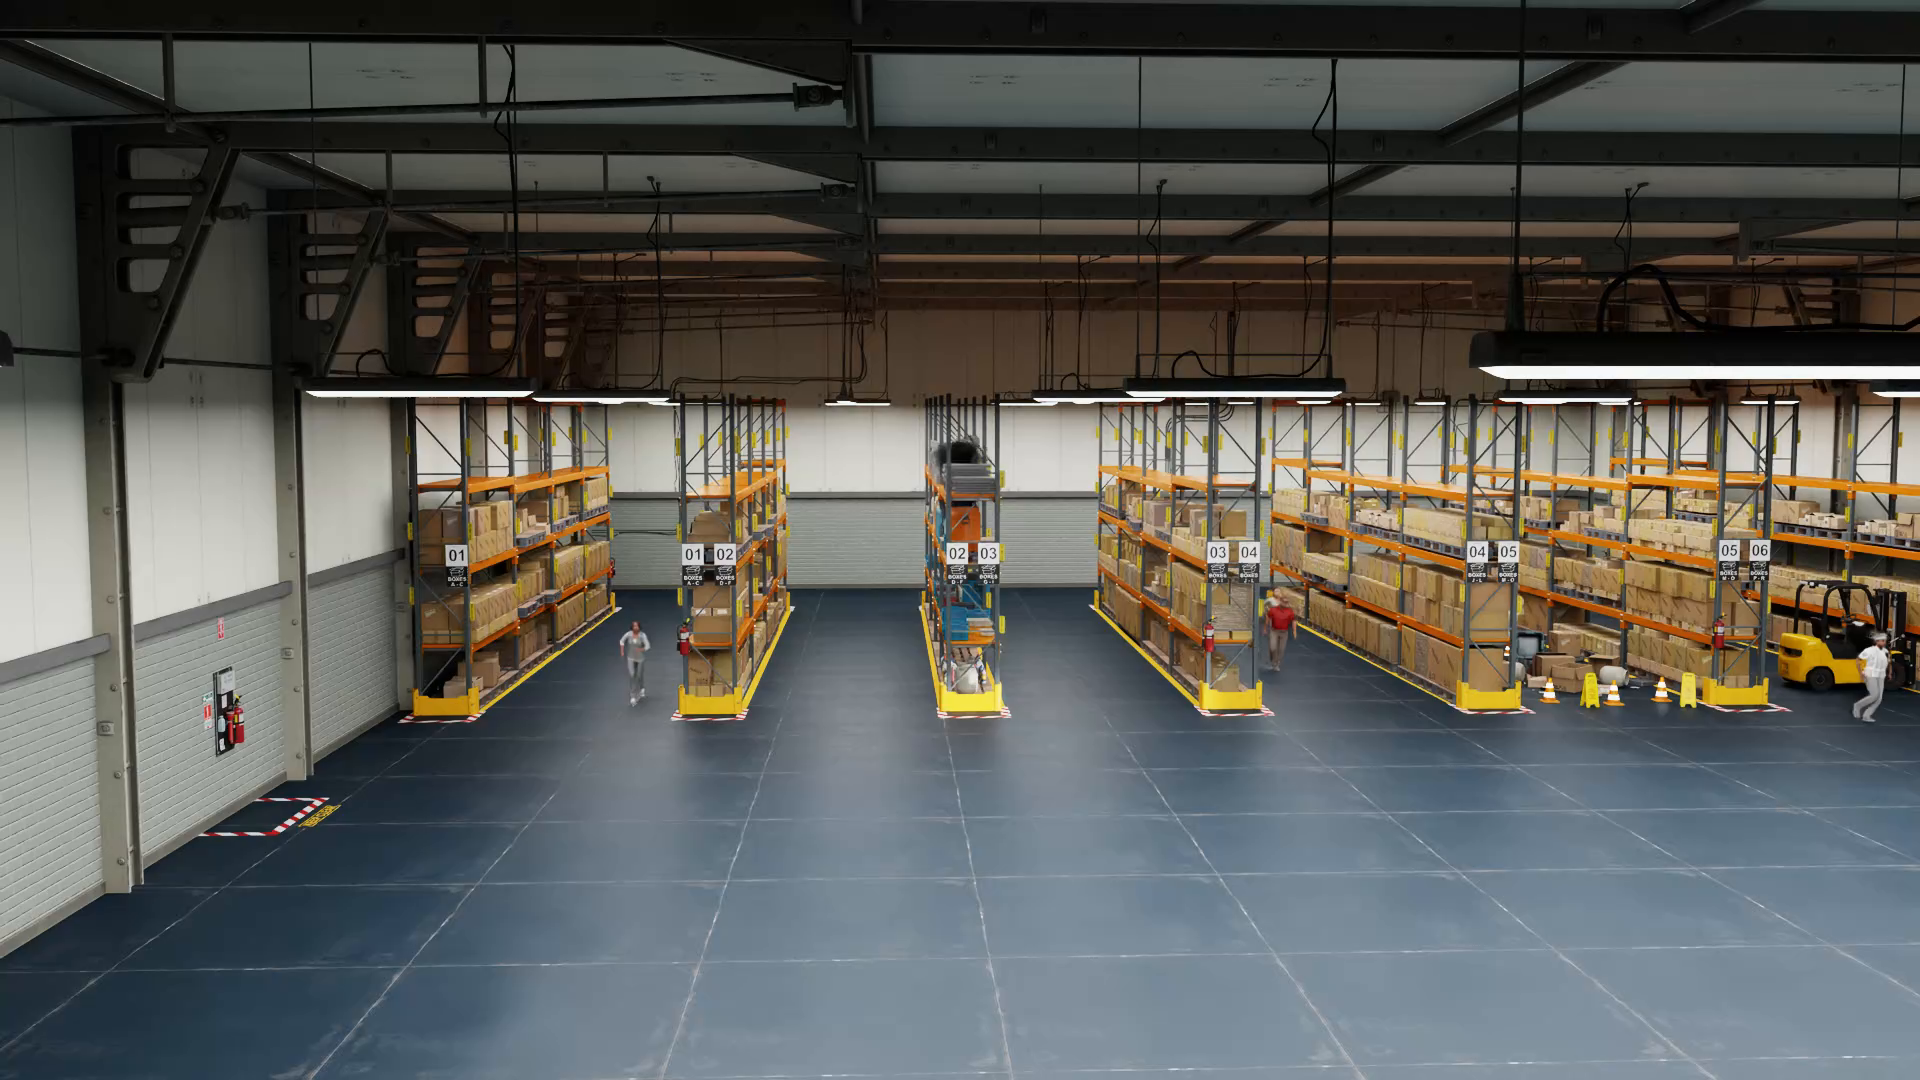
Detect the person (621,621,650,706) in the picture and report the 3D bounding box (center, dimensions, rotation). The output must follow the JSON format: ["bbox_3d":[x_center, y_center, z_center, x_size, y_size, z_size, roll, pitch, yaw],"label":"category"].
[{"bbox_3d":[-6.323,2.362,32.403,0.571,1.621,0.869,-1,5,-8],"label":"person"}]

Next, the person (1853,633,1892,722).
[{"bbox_3d":[16.732,2.507,30.369,0.613,1.632,0.529,-1,5,-17],"label":"person"}]

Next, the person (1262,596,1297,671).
[{"bbox_3d":[6.929,2.034,36.033,0.674,1.676,0.708,0,5,-2],"label":"person"}]

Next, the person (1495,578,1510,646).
[{"bbox_3d":[12.915,1.755,39.920,0.607,1.655,0.957,-1,5,-16],"label":"person"}]

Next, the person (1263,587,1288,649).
[{"bbox_3d":[7.244,1.881,38.043,0.533,1.647,0.663,-1,5,-11],"label":"person"}]
